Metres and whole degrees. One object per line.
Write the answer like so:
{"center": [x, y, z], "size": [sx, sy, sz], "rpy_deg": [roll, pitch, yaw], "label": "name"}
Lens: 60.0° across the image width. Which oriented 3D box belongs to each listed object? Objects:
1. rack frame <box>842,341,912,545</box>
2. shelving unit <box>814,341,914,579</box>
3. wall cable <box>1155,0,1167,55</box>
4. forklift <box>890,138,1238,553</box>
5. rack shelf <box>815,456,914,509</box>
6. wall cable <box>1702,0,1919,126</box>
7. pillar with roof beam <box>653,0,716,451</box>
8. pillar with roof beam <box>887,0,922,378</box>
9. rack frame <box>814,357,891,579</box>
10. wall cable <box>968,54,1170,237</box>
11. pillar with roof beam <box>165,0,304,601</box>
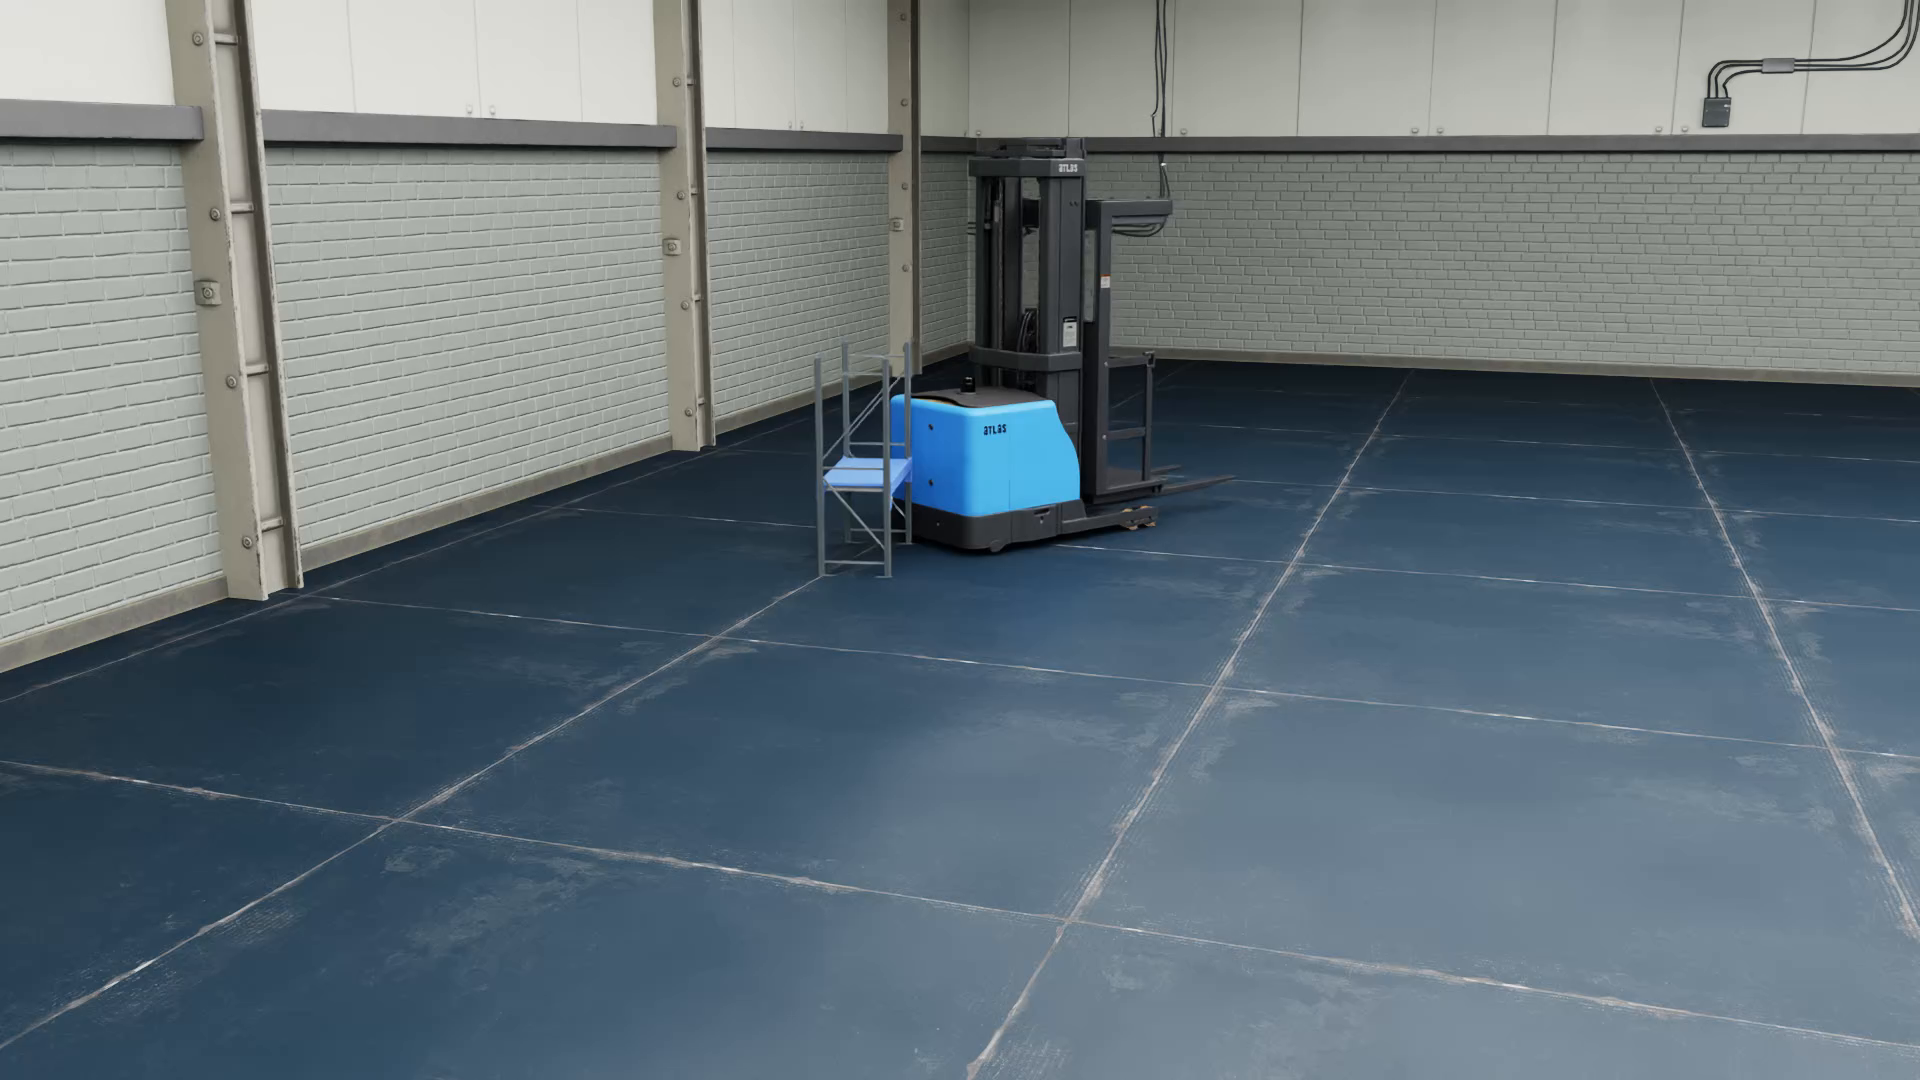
{"center": [-0.606, -0.701, 12.187], "size": [0.500, 1.500, 0.032], "rpy_deg": [1, 13, 6], "label": "rack frame"}
{"center": [-0.663, -0.588, 11.695], "size": [0.538, 1.500, 1.048], "rpy_deg": [1, 13, 6], "label": "shelving unit"}
{"center": [4.051, -7.852, 22.296], "size": [3.097, 2.526, 0.112], "rpy_deg": [4, 14, 18], "label": "wall cable"}
{"center": [0.922, -1.584, 12.841], "size": [3.031, 2.935, 1.130], "rpy_deg": [-10, 16, -38], "label": "forklift"}
{"center": [-0.663, -0.413, 11.735], "size": [0.538, 0.185, 1.000], "rpy_deg": [1, 13, 6], "label": "rack shelf"}
{"center": [10.469, -8.070, 19.978], "size": [2.305, 6.003, 0.169], "rpy_deg": [4, 14, 18], "label": "wall cable"}
{"center": [1.419, -5.000, 14.172], "size": [9.100, 9.000, 0.400], "rpy_deg": [4, 14, 18], "label": "pillar with roof beam"}
{"center": [3.360, -6.263, 19.707], "size": [9.100, 9.000, 0.400], "rpy_deg": [4, 14, 18], "label": "pillar with roof beam"}
{"center": [-0.720, -0.476, 11.202], "size": [0.500, 1.500, 0.032], "rpy_deg": [1, 13, 6], "label": "rack frame"}
{"center": [1.491, -5.585, 23.711], "size": [3.097, 2.526, 0.112], "rpy_deg": [4, 14, 18], "label": "wall cable"}
{"center": [-0.523, -3.737, 8.637], "size": [9.100, 9.000, 0.400], "rpy_deg": [4, 14, 18], "label": "pillar with roof beam"}
